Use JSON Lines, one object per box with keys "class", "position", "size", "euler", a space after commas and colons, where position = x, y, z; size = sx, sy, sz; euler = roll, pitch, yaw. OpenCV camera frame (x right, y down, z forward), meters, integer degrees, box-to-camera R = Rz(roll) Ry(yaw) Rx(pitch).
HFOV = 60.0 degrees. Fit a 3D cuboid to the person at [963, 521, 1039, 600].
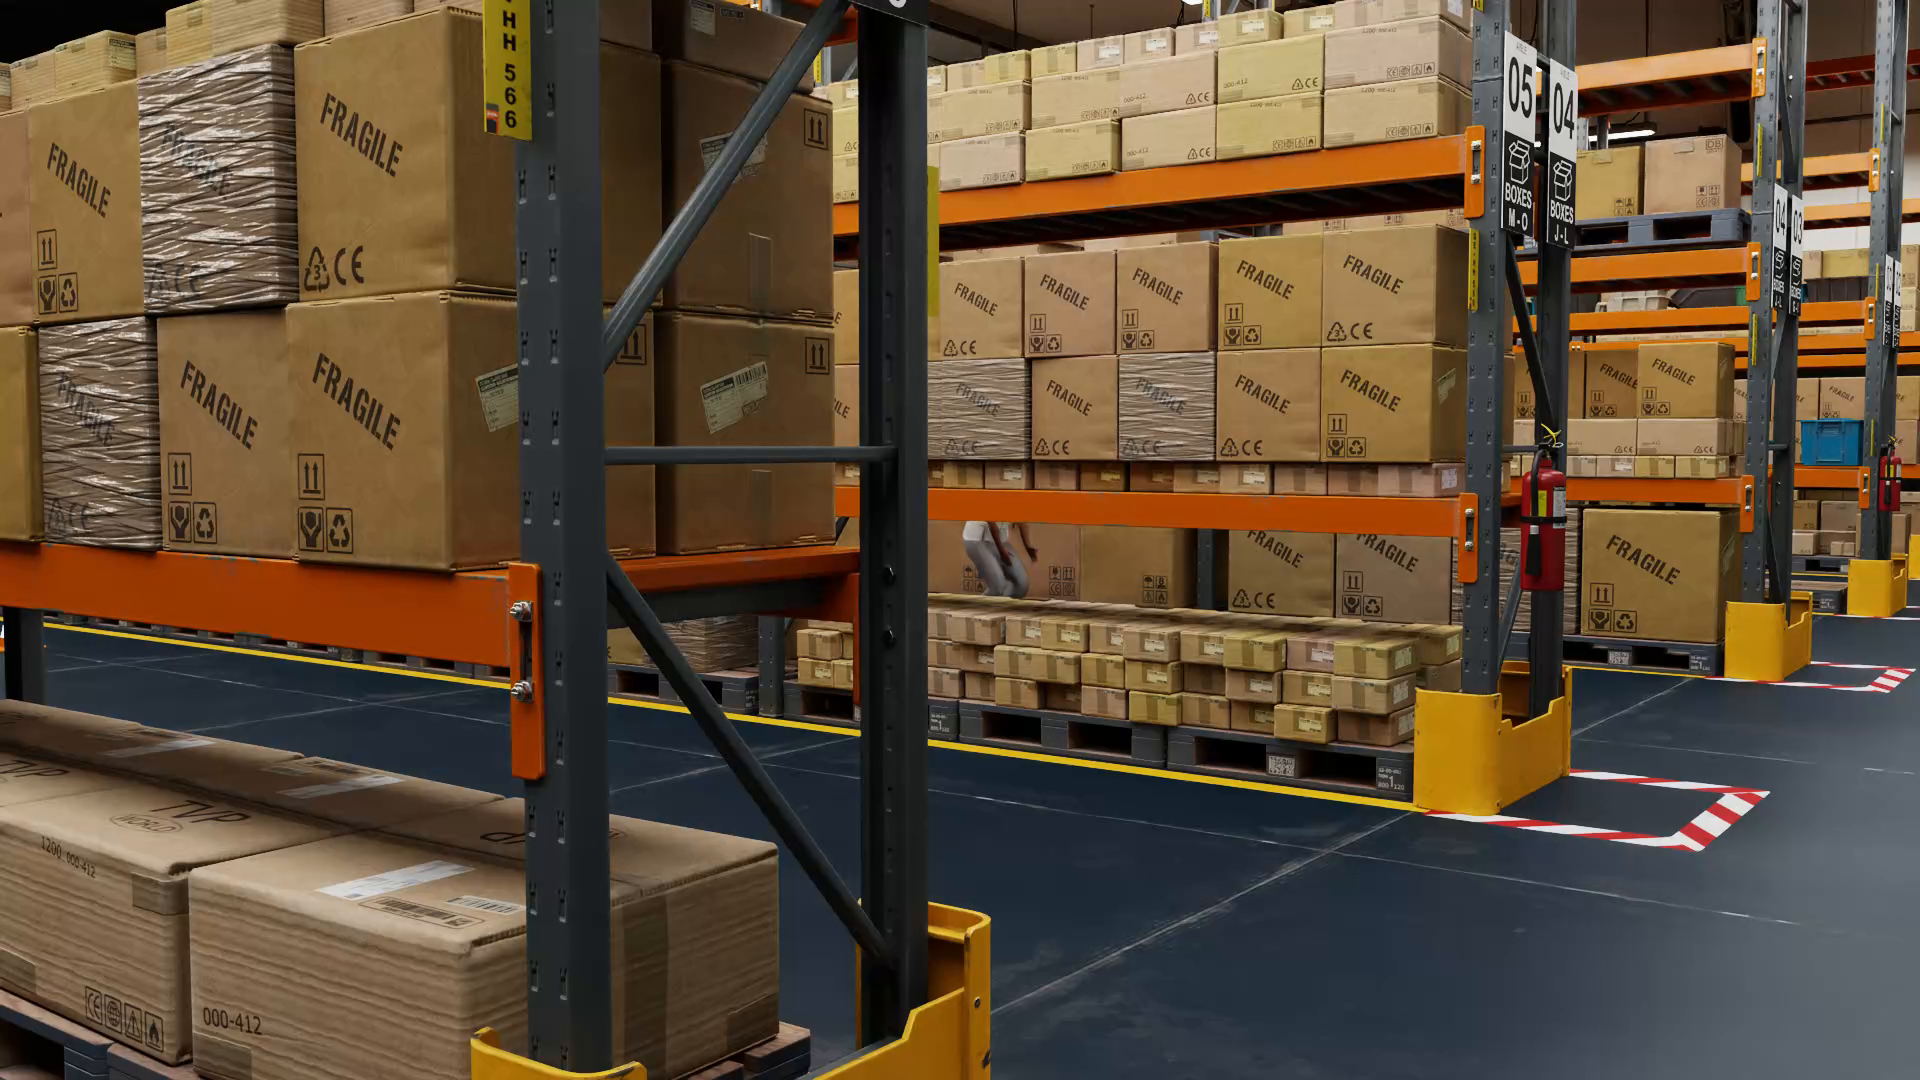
{"class": "person", "position": [0.341, 0.036, 12.987], "size": [0.607, 1.508, 0.487], "euler": [2, 4, 37]}
